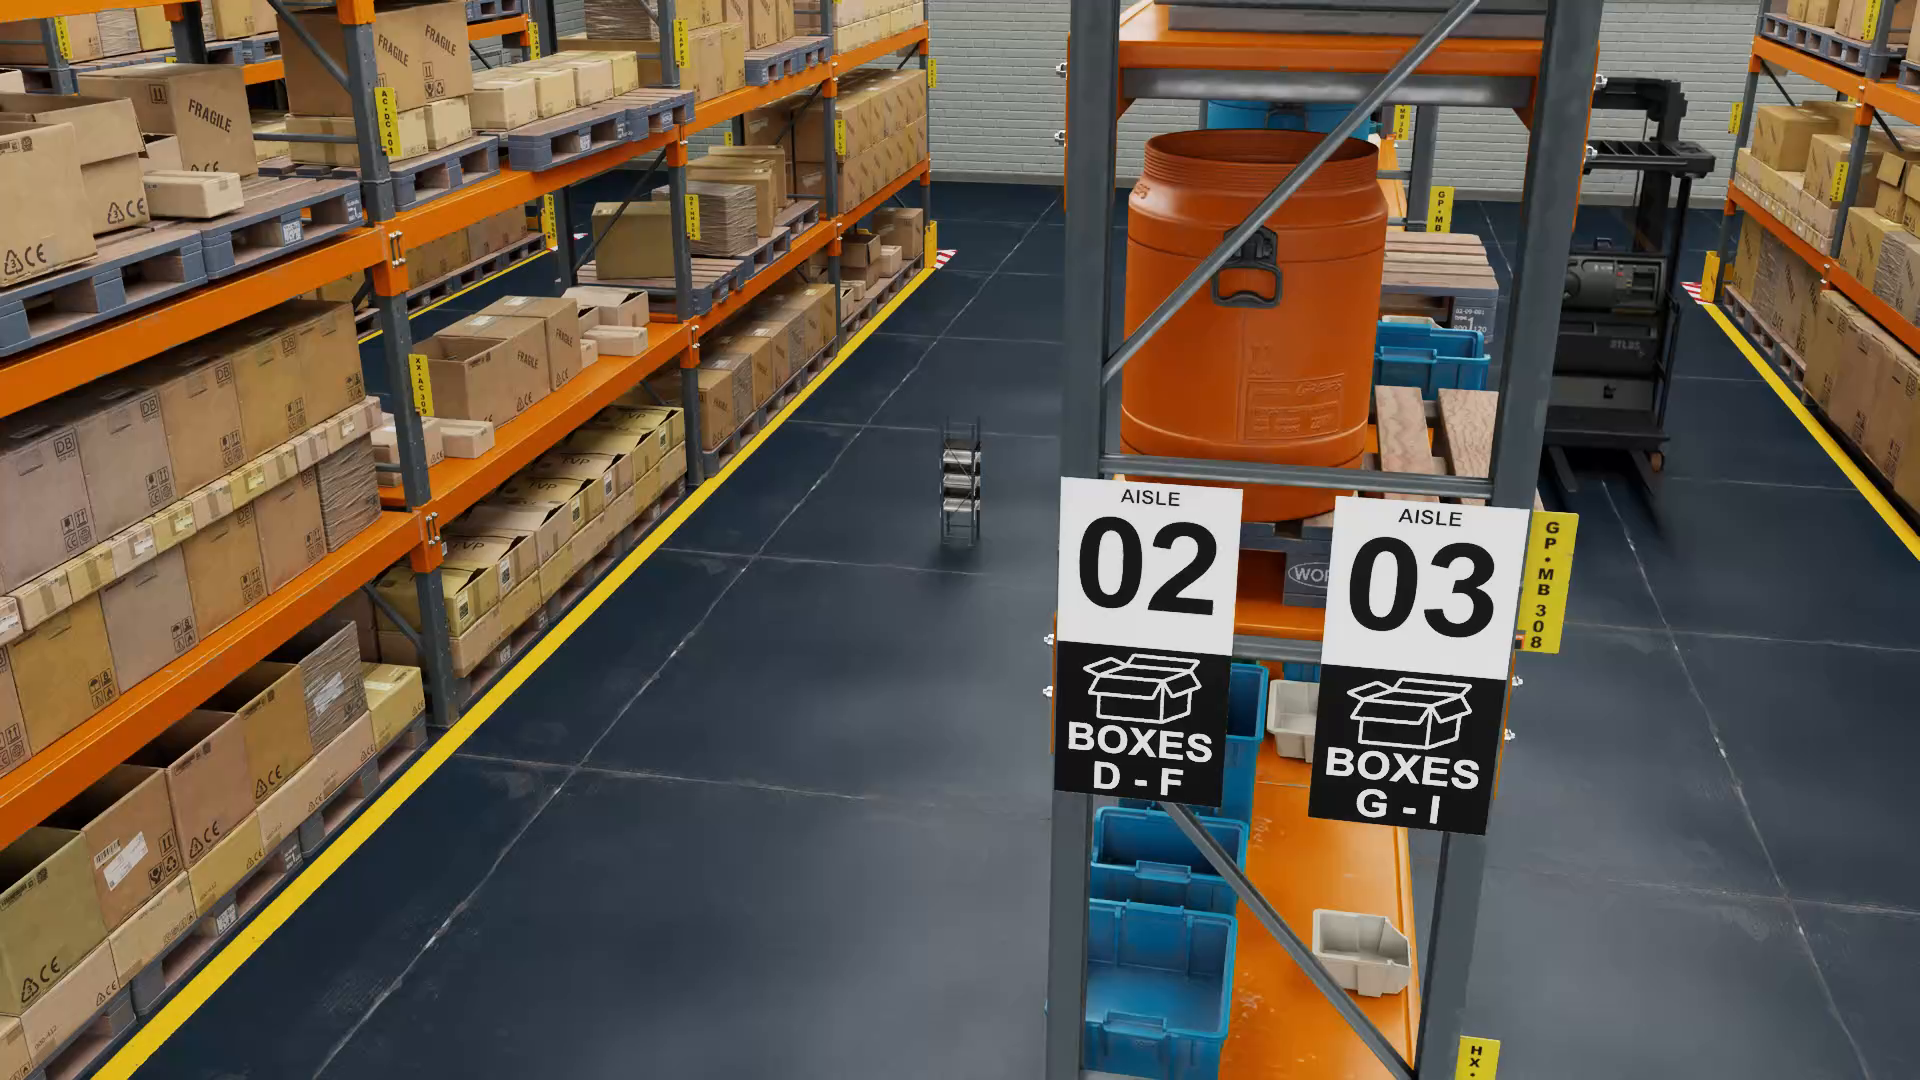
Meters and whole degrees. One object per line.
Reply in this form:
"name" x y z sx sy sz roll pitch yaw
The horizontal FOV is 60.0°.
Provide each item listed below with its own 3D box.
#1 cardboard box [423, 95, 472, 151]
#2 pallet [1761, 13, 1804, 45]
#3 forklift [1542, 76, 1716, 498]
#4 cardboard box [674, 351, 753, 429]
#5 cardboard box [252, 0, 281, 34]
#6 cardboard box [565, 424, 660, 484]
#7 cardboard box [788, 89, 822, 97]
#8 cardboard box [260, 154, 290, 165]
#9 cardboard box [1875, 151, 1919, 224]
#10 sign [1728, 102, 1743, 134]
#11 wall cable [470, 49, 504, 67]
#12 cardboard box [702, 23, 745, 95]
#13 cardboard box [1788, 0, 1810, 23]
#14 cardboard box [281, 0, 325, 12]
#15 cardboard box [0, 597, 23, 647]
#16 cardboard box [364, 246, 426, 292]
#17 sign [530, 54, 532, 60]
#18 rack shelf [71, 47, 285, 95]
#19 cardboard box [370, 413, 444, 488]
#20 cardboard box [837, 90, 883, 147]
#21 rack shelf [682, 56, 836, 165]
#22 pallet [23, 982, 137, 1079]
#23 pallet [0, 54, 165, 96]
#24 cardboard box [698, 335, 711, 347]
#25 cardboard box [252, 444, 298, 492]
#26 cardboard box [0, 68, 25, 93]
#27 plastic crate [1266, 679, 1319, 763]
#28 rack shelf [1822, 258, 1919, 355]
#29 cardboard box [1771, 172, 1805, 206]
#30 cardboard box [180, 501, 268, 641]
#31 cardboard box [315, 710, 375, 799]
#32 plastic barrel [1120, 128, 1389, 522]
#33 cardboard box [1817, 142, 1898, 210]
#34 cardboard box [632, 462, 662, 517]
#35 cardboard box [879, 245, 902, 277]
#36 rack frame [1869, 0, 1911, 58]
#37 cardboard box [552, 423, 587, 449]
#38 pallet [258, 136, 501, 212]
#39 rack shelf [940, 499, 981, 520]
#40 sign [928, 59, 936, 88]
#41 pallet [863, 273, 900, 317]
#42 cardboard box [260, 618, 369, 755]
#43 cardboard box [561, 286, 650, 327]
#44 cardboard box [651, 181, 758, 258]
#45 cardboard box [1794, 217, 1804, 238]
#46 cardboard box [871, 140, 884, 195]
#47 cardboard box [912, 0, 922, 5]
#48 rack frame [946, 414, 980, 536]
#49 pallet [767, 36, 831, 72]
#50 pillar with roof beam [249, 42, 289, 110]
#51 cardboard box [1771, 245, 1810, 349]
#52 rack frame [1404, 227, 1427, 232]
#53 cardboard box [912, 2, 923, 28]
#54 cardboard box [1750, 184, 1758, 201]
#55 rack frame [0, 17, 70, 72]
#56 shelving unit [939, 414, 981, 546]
"cardboard box" -3.067 -2.340 9.271 0.500 0.250 0.500 2 22 6
"pallet" 8.693 -5.108 16.624 1.003 0.211 1.213 4 22 11
"forklift" 5.064 -2.038 12.992 1.130 2.935 3.031 4 22 11
"cardboard box" -2.022 -1.241 13.678 0.500 0.500 0.500 4 22 9
"cardboard box" -6.817 -5.028 15.584 0.700 0.500 0.500 3 22 8
"cardboard box" -2.461 -0.639 11.792 0.500 0.311 0.500 4 22 10
"cardboard box" -1.625 -4.410 17.316 0.500 0.500 0.500 5 22 11
"cardboard box" -6.582 -3.335 15.559 0.500 0.500 0.500 4 22 11
"cardboard box" 7.896 -2.844 13.423 0.797 0.503 0.637 4 22 10
"sign" 8.292 -4.512 17.777 0.100 0.325 0.005 4 22 11
"wall cable" -6.378 -6.174 21.808 0.084 1.984 1.851 4 22 11
"cardboard box" -2.229 -3.837 13.216 0.910 0.500 0.500 4 22 11
"cardboard box" 8.548 -5.318 16.197 0.700 0.500 0.500 4 22 9
"cardboard box" -6.619 -5.530 17.060 0.500 0.250 0.500 5 22 11
"cardboard box" -3.680 0.311 6.064 0.380 0.149 0.250 4 22 10
"cardboard box" -6.277 -3.000 18.072 0.700 0.500 0.500 5 22 12
"sign" -5.185 -5.763 20.280 0.100 0.325 0.005 4 22 11
"rack shelf" -6.938 -4.026 14.782 1.077 0.370 4.000 4 22 11
"cardboard box" -3.254 -0.511 9.308 0.500 0.250 0.500 6 23 14
"cardboard box" -1.098 -4.361 17.194 0.500 0.500 0.500 4 22 9
"rack shelf" -2.087 -3.649 13.847 1.077 0.370 4.000 4 22 11
"pallet" -4.013 2.076 6.416 1.003 0.211 1.213 4 22 11
"pallet" -7.266 -3.780 13.461 1.213 0.211 1.003 6 23 13
"cardboard box" -2.429 -1.454 14.206 0.500 0.500 0.500 4 22 9
"cardboard box" -3.313 -0.346 7.696 0.380 0.149 0.250 4 22 11
"cardboard box" -7.228 -3.312 12.139 0.500 0.311 0.500 4 22 11
"plastic crate" 1.453 0.717 6.411 0.530 0.136 0.437 4 22 11
"rack shelf" 7.610 -1.501 12.529 1.077 0.370 4.000 4 22 11
"cardboard box" 8.165 -3.378 16.027 0.500 0.250 0.500 4 22 10
"cardboard box" -3.604 0.096 7.467 0.700 0.500 0.500 5 22 12
"cardboard box" -3.304 1.052 8.345 0.500 0.250 0.500 4 22 11
"plastic barrel" 0.695 -0.528 3.998 0.600 0.830 0.708 4 22 11
"cardboard box" 7.850 -3.171 14.512 0.500 0.500 0.500 5 22 12
"cardboard box" -2.466 -0.380 11.900 0.500 0.250 0.500 4 22 10
"cardboard box" -0.956 -3.152 18.756 0.500 0.250 0.500 4 22 11
"rack frame" 8.018 -5.349 13.090 1.000 3.000 0.127 4 22 11
"cardboard box" -2.989 -0.678 11.889 0.500 0.311 0.500 4 22 10
"pallet" -3.144 -2.024 9.104 0.805 0.209 1.217 4 22 9
"rack shelf" 0.002 -0.223 11.773 0.258 0.077 0.200 4 22 11
"sign" -0.324 -5.420 19.323 0.100 0.325 0.005 4 22 11
"pallet" -1.291 -2.728 18.345 1.003 0.211 1.213 4 22 11
"cardboard box" -3.306 0.704 8.206 0.500 0.500 0.500 4 22 11
"cardboard box" -2.612 -1.689 12.152 0.500 0.311 0.500 6 23 14
"cardboard box" -2.104 -2.660 13.748 0.700 0.500 0.500 9 24 21
"cardboard box" 7.917 -2.869 15.297 0.380 0.149 0.250 5 22 12
"cardboard box" -1.103 -3.905 17.402 0.500 0.500 0.500 4 22 11
"cardboard box" -0.718 -6.132 18.581 0.500 0.250 0.500 4 22 11
"rack frame" 0.022 -0.458 11.785 0.240 0.900 0.006 4 22 11
"pallet" -1.881 -4.394 14.985 1.213 0.211 1.003 4 22 11
"pillar with roof beam" -3.019 -6.476 15.888 9.100 9.000 0.400 4 22 11
"cardboard box" 8.414 -2.340 15.931 0.875 0.875 0.875 4 22 11
"rack frame" 1.537 -0.018 7.884 1.000 3.000 0.127 4 22 11
"cardboard box" -0.710 -5.900 18.673 0.500 0.250 0.500 4 22 11
"cardboard box" 8.284 -3.525 16.928 0.380 0.149 0.250 4 22 10
"rack frame" -7.346 -5.019 12.271 1.000 3.000 0.127 4 22 11
"shelving unit" 0.002 -0.420 11.693 0.258 0.900 0.210 4 22 11
